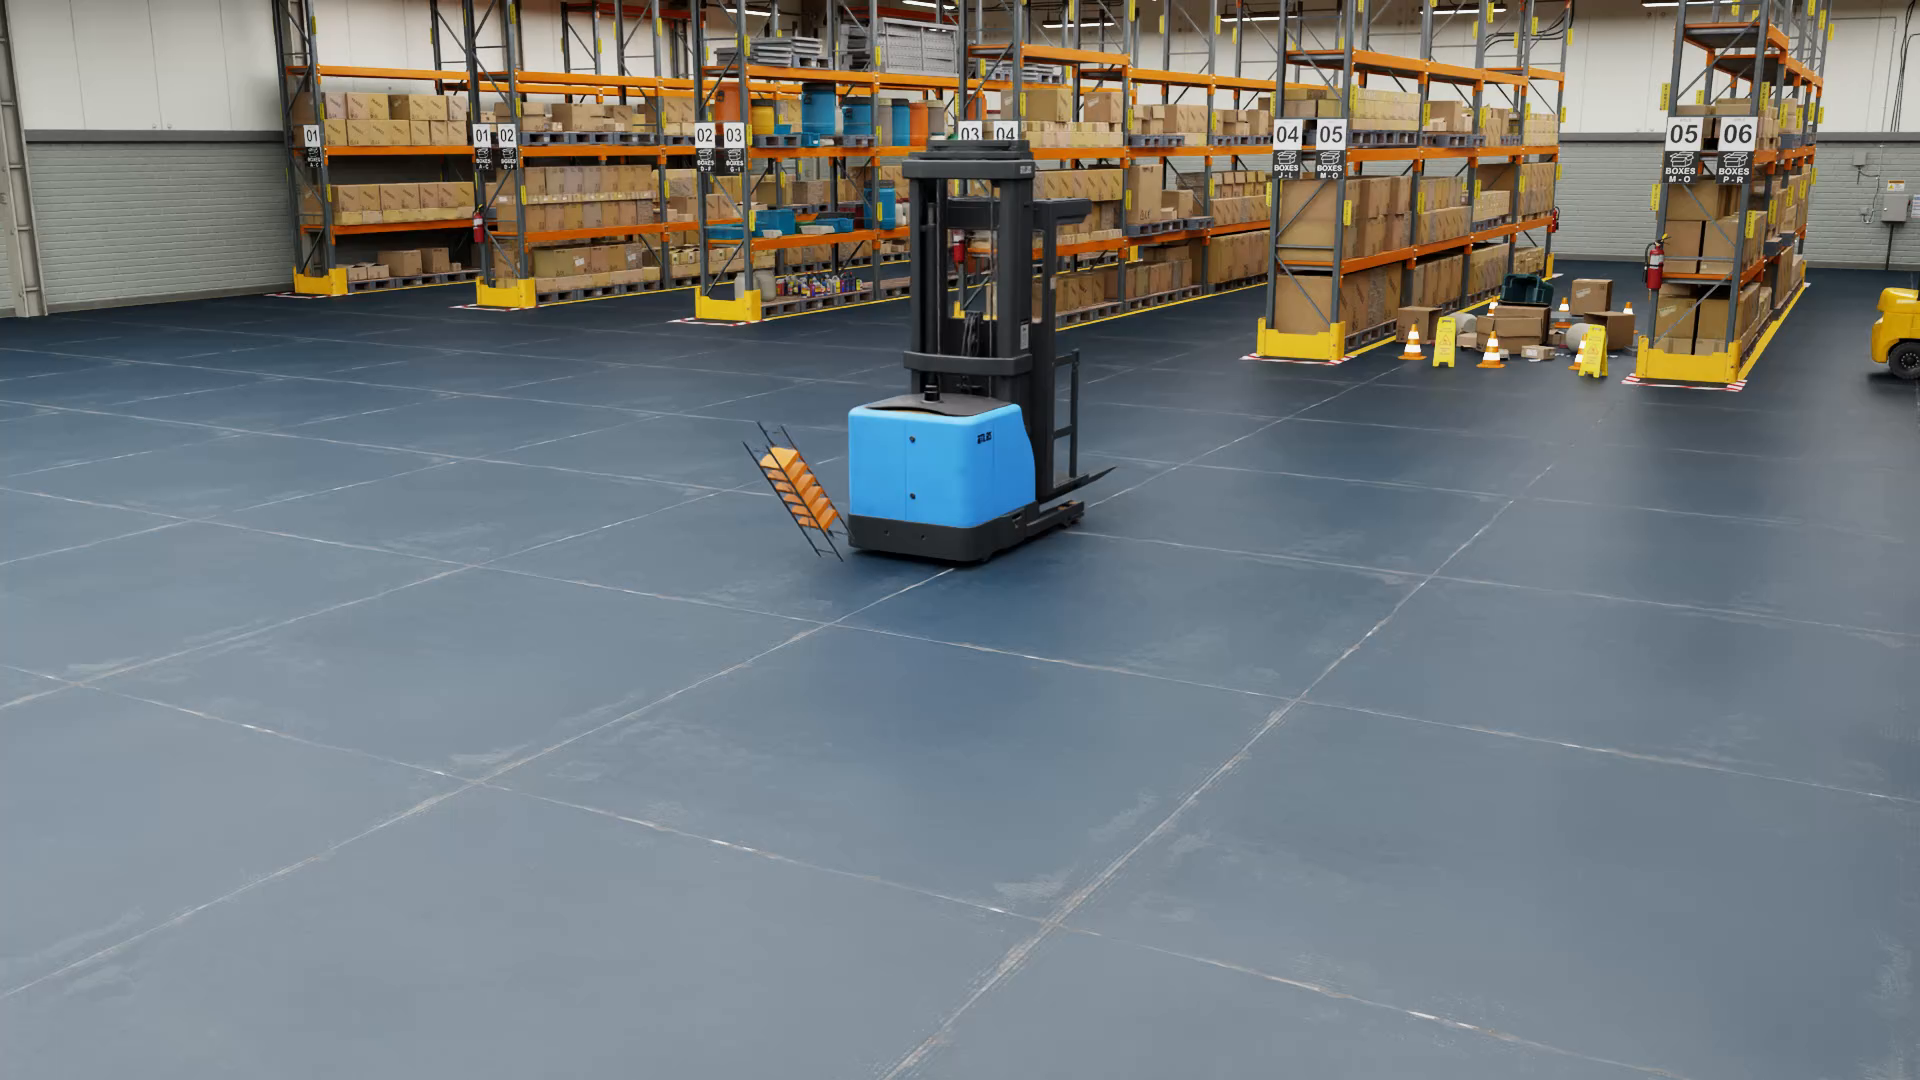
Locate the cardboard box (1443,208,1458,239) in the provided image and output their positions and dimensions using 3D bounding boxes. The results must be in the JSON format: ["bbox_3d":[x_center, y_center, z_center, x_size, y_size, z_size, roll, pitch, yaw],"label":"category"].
[{"bbox_3d":[8.139,-5.380,28.237,0.500,0.500,0.500,7,15,27],"label":"cardboard box"}]

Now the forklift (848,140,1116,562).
[{"bbox_3d":[0.326,-1.568,12.782,1.130,2.935,3.031,7,15,27],"label":"forklift"}]

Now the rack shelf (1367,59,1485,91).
[{"bbox_3d":[7.639,-7.621,27.333,1.077,0.370,4.000,7,15,28],"label":"rack shelf"}]

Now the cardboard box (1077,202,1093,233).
[{"bbox_3d":[1.682,-5.317,27.338,0.875,0.500,0.500,7,15,28],"label":"cardboard box"}]

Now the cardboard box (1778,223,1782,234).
[{"bbox_3d":[12.637,-4.878,26.009,0.380,0.149,0.250,8,16,29],"label":"cardboard box"}]

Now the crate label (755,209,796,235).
[{"bbox_3d":[-3.237,-5.587,29.233,0.502,0.435,0.616,7,15,28],"label":"crate label"}]

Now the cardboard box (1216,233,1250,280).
[{"bbox_3d":[5.102,-5.734,33.557,1.225,0.875,0.875,7,15,28],"label":"cardboard box"}]

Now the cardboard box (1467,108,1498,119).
[{"bbox_3d":[9.678,-7.890,31.346,0.797,0.503,0.637,7,15,27],"label":"cardboard box"}]

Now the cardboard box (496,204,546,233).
[{"bbox_3d":[-7.988,-5.867,30.255,0.700,0.500,0.500,7,15,28],"label":"cardboard box"}]

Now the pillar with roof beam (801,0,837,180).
[{"bbox_3d":[-0.511,-12.647,45.794,9.100,9.000,0.548,7,15,28],"label":"pillar with roof beam"}]

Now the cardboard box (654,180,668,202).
[{"bbox_3d":[-7.489,-8.515,40.562,0.500,0.500,0.500,8,16,30],"label":"cardboard box"}]

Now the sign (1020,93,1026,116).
[{"bbox_3d":[0.921,-6.422,24.507,0.100,0.325,0.005,7,15,28],"label":"sign"}]

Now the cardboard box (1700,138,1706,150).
[{"bbox_3d":[9.048,-4.919,20.672,0.380,0.149,0.250,7,15,28],"label":"cardboard box"}]

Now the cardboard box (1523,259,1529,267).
[{"bbox_3d":[11.589,-5.750,34.538,0.380,0.149,0.250,7,15,28],"label":"cardboard box"}]

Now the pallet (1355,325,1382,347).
[{"bbox_3d":[5.647,-3.084,24.878,1.003,0.211,1.213,7,15,28],"label":"pallet"}]

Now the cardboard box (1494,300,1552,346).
[{"bbox_3d":[8.198,-3.170,24.320,0.797,0.637,0.503,7,15,28],"label":"cardboard box"}]

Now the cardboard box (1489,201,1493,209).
[{"bbox_3d":[9.764,-6.282,31.198,0.380,0.149,0.250,8,16,30],"label":"cardboard box"}]

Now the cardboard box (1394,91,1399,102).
[{"bbox_3d":[6.164,-6.445,24.192,0.380,0.149,0.250,7,15,27],"label":"cardboard box"}]

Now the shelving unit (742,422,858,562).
[{"bbox_3d":[-1.107,-0.324,11.599,0.258,1.200,0.189,11,55,37],"label":"shelving unit"}]

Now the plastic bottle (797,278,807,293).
[{"bbox_3d":[-2.865,-4.616,30.153,0.152,0.276,0.135,7,15,28],"label":"plastic bottle"}]

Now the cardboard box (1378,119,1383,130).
[{"bbox_3d":[5.795,-5.900,23.631,0.380,0.149,0.250,7,15,28],"label":"cardboard box"}]

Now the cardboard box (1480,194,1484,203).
[{"bbox_3d":[9.378,-6.263,30.482,0.380,0.149,0.250,7,15,26],"label":"cardboard box"}]

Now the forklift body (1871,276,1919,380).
[{"bbox_3d":[12.787,-3.099,20.800,2.313,2.155,1.214,7,15,28],"label":"forklift body"}]

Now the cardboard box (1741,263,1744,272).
[{"bbox_3d":[9.775,-3.501,21.189,0.380,0.149,0.250,7,15,26],"label":"cardboard box"}]

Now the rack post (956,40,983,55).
[{"bbox_3d":[0.268,-10.141,34.297,0.624,0.289,0.986,7,15,28],"label":"rack post"}]

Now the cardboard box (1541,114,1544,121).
[{"bbox_3d":[11.807,-8.708,34.256,0.380,0.149,0.250,7,15,26],"label":"cardboard box"}]

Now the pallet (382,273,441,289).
[{"bbox_3d":[-11.511,-5.356,34.300,1.003,0.211,1.213,7,15,28],"label":"pallet"}]

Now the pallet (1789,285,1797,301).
[{"bbox_3d":[15.358,-4.731,31.708,1.003,0.211,1.213,7,15,28],"label":"pallet"}]

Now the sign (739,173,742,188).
[{"bbox_3d":[-4.837,-7.949,36.804,0.100,0.325,0.005,7,15,28],"label":"sign"}]

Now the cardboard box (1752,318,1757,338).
[{"bbox_3d":[11.004,-3.014,23.607,0.500,0.250,0.500,8,16,31],"label":"cardboard box"}]

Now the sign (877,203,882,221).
[{"bbox_3d":[-1.480,-6.052,30.648,0.100,0.325,0.005,7,15,28],"label":"sign"}]

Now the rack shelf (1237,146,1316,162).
[{"bbox_3d":[7.213,-8.581,36.863,1.077,0.370,4.000,7,15,28],"label":"rack shelf"}]

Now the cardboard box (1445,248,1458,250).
[{"bbox_3d":[8.942,-5.288,30.903,0.500,0.250,0.500,8,16,29],"label":"cardboard box"}]

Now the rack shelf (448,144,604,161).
[{"bbox_3d":[-9.662,-8.624,37.039,1.077,0.370,4.000,7,15,28],"label":"rack shelf"}]

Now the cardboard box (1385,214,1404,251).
[{"bbox_3d":[6.258,-4.719,25.387,0.875,0.550,0.550,7,15,28],"label":"cardboard box"}]

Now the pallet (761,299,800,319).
[{"bbox_3d":[-3.497,-3.993,28.646,1.003,0.211,1.213,7,15,28],"label":"pallet"}]

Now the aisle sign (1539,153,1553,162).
[{"bbox_3d":[12.771,-8.545,36.032,0.394,0.787,0.004,7,15,28],"label":"aisle sign"}]

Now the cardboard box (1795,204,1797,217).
[{"bbox_3d":[14.921,-5.992,30.241,0.500,0.250,0.500,7,15,28],"label":"cardboard box"}]

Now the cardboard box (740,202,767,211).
[{"bbox_3d":[-4.571,-7.252,36.404,0.500,0.311,0.500,9,16,32],"label":"cardboard box"}]

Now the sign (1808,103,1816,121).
[{"bbox_3d":[15.401,-7.743,30.075,0.100,0.325,0.005,7,15,28],"label":"sign"}]

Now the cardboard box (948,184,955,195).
[{"bbox_3d":[-0.468,-8.932,42.970,0.500,0.500,0.500,8,16,30],"label":"cardboard box"}]

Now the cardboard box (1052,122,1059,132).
[{"bbox_3d":[1.320,-6.415,25.812,0.380,0.149,0.250,7,15,28],"label":"cardboard box"}]

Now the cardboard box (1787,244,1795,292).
[{"bbox_3d":[14.692,-4.975,30.406,0.875,0.875,0.875,8,16,30],"label":"cardboard box"}]

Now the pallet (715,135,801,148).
[{"bbox_3d":[-3.405,-6.687,27.873,1.003,0.211,1.213,7,15,28],"label":"pallet"}]

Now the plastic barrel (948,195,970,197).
[{"bbox_3d":[0.018,-6.740,33.799,0.600,0.536,0.708,7,15,28],"label":"plastic barrel"}]

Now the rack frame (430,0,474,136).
[{"bbox_3d":[-10.629,-10.021,34.901,1.000,3.000,0.127,7,15,28],"label":"rack frame"}]

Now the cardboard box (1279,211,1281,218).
[{"bbox_3d":[6.681,-6.963,35.553,0.380,0.149,0.250,7,15,28],"label":"cardboard box"}]

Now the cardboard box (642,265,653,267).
[{"bbox_3d":[-6.344,-5.530,34.041,0.500,0.250,0.500,7,15,27],"label":"cardboard box"}]

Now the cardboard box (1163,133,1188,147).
[{"bbox_3d":[3.825,-7.296,30.316,0.500,0.250,0.500,8,16,30],"label":"cardboard box"}]

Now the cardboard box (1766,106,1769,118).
[{"bbox_3d":[10.174,-5.498,21.374,0.380,0.149,0.250,8,16,30],"label":"cardboard box"}]

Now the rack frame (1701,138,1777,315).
[{"bbox_3d":[11.054,-4.298,23.963,1.000,3.000,0.127,7,15,28],"label":"rack frame"}]

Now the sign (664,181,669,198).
[{"bbox_3d":[-5.804,-6.941,32.909,0.100,0.325,0.005,7,15,28],"label":"sign"}]

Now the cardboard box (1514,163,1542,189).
[{"bbox_3d":[11.728,-7.537,34.416,0.500,0.500,0.500,7,15,26],"label":"cardboard box"}]

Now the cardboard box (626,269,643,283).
[{"bbox_3d":[-6.574,-5.190,32.634,0.500,0.250,0.500,7,15,28],"label":"cardboard box"}]
